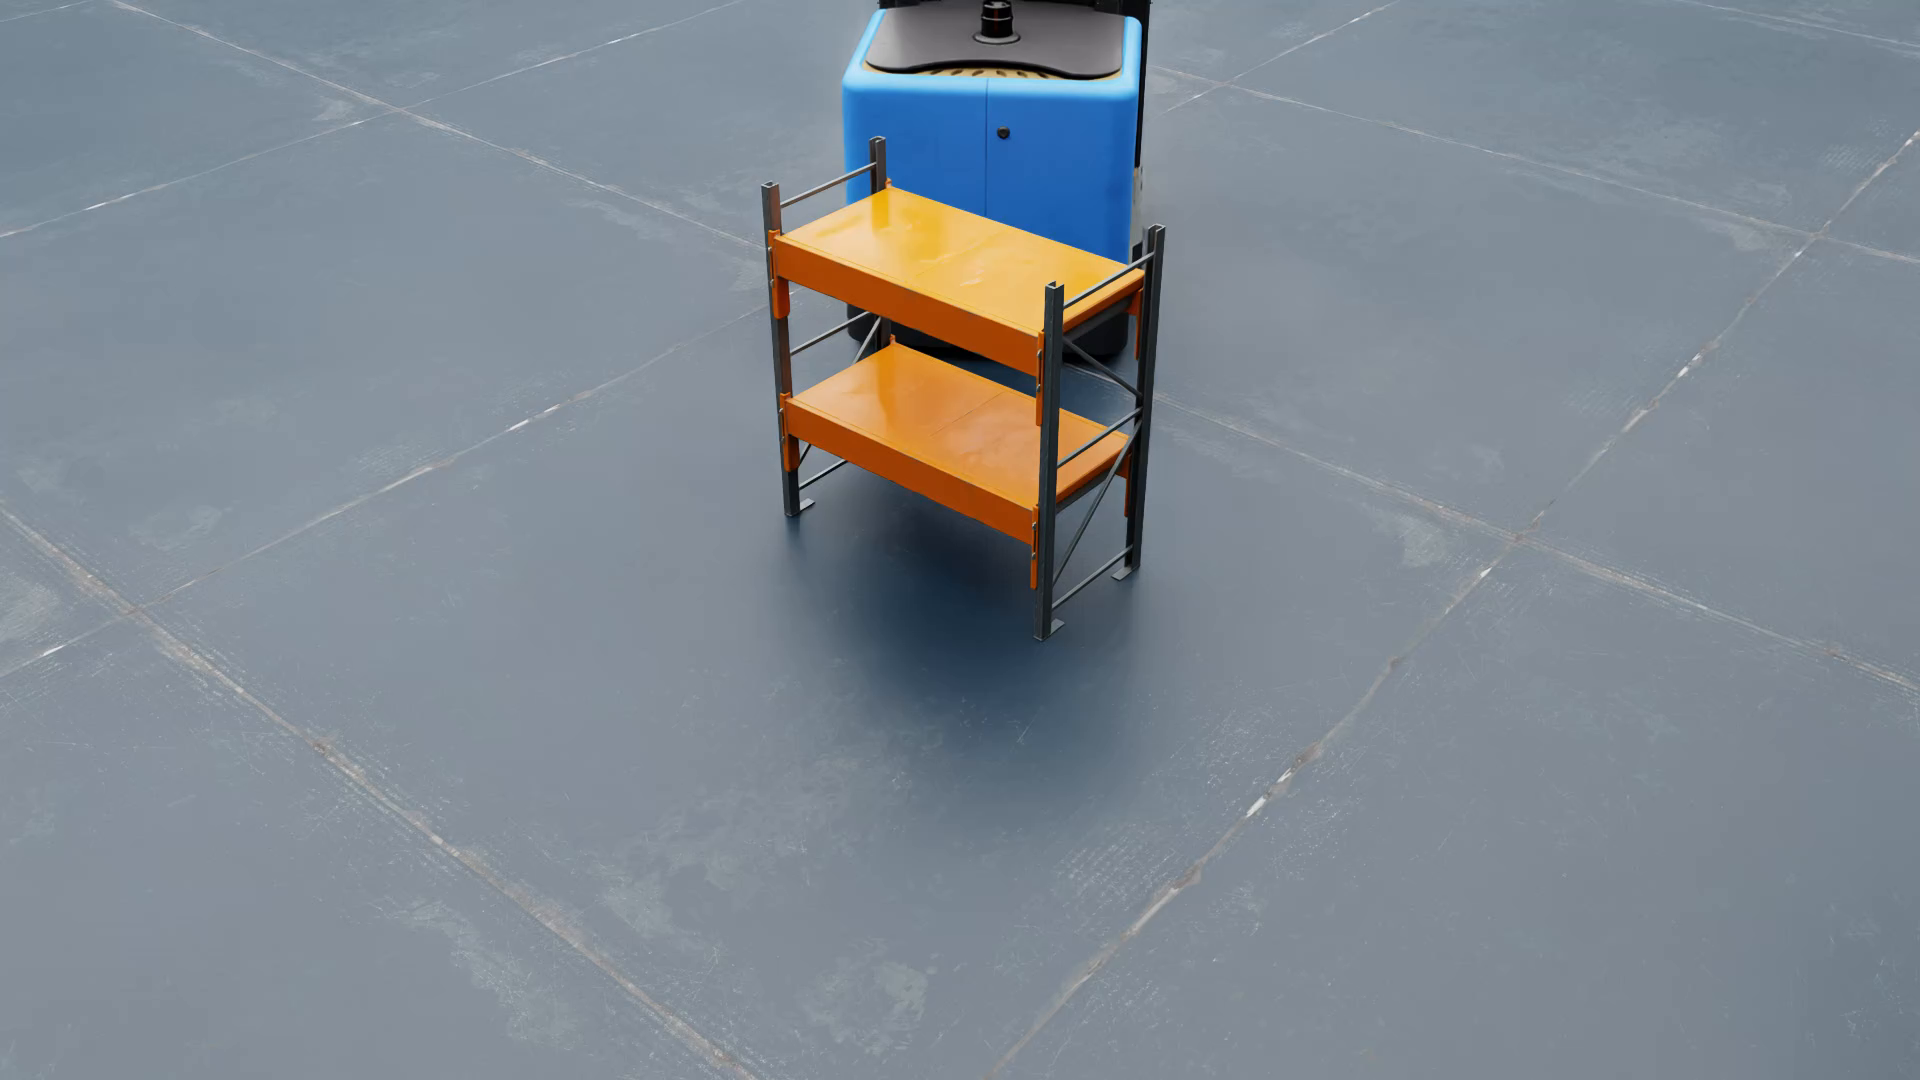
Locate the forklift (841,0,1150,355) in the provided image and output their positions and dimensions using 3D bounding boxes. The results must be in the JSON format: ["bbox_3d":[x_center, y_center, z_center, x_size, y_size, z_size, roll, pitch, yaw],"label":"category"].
[{"bbox_3d":[0.245,-2.705,6.600,1.130,2.935,3.031,3,35,5],"label":"forklift"}]

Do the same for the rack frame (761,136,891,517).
[{"bbox_3d":[-0.396,-0.650,5.203,0.032,1.125,0.500,25,42,32],"label":"rack frame"}]

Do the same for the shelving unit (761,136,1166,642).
[{"bbox_3d":[-0.005,-0.466,4.935,1.048,1.125,0.538,25,42,32],"label":"shelving unit"}]

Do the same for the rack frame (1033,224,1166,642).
[{"bbox_3d":[0.385,-0.282,4.667,0.032,1.125,0.500,25,42,32],"label":"rack frame"}]

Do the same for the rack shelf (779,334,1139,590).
[{"bbox_3d":[-0.005,-0.265,5.074,1.000,0.278,0.538,25,42,32],"label":"rack shelf"}]

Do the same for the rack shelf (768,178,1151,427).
[{"bbox_3d":[-0.005,-0.707,4.769,1.000,0.278,0.538,25,42,32],"label":"rack shelf"}]
